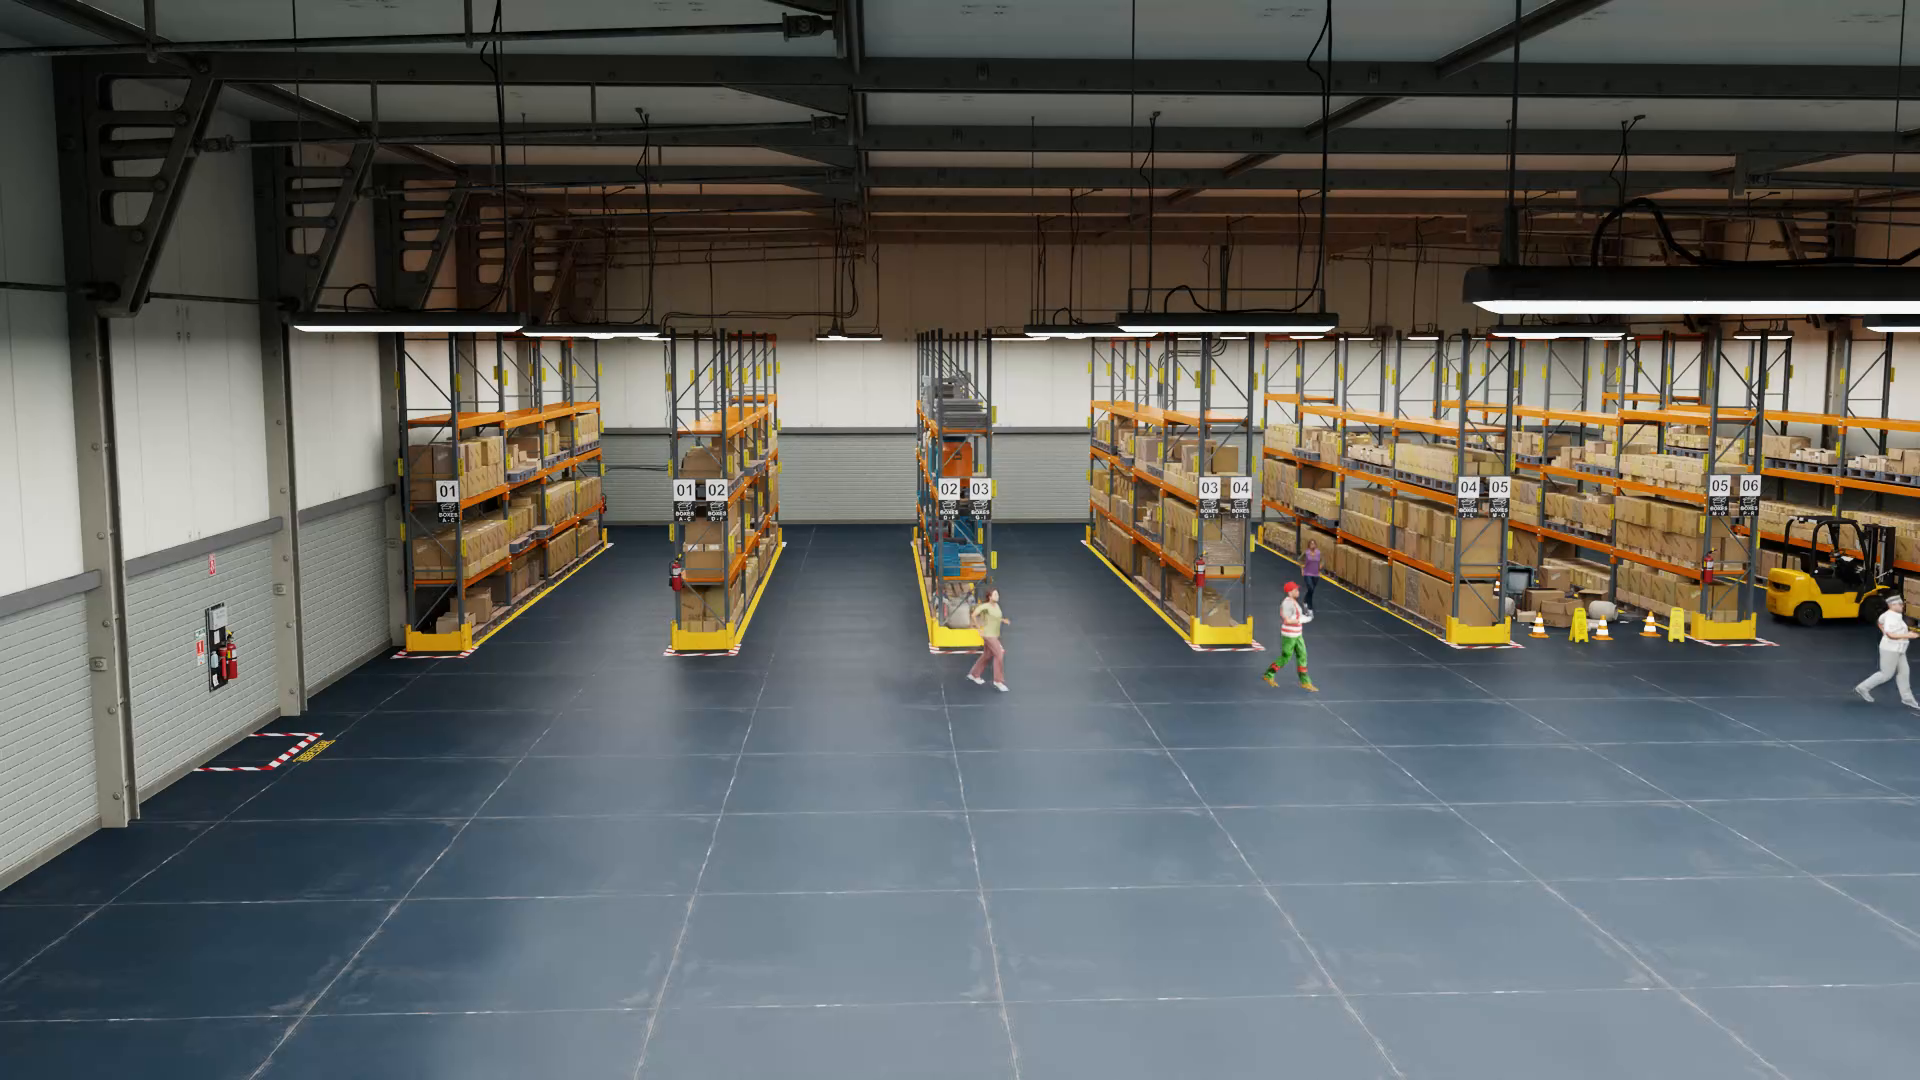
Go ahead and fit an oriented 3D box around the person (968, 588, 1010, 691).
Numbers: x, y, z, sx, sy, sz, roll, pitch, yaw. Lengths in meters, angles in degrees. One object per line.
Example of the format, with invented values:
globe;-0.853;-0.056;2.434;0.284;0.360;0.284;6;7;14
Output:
person;0.490;1.638;27.713;0.796;1.718;0.563;3;7;24

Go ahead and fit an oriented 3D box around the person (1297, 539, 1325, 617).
person;7.439;0.776;35.246;0.533;1.630;0.736;-1;7;-11

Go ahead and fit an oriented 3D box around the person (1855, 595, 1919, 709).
person;14.681;1.742;26.181;0.966;1.793;0.659;5;8;37

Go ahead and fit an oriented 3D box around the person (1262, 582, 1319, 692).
person;5.452;1.587;27.388;0.920;1.809;0.648;3;7;26
